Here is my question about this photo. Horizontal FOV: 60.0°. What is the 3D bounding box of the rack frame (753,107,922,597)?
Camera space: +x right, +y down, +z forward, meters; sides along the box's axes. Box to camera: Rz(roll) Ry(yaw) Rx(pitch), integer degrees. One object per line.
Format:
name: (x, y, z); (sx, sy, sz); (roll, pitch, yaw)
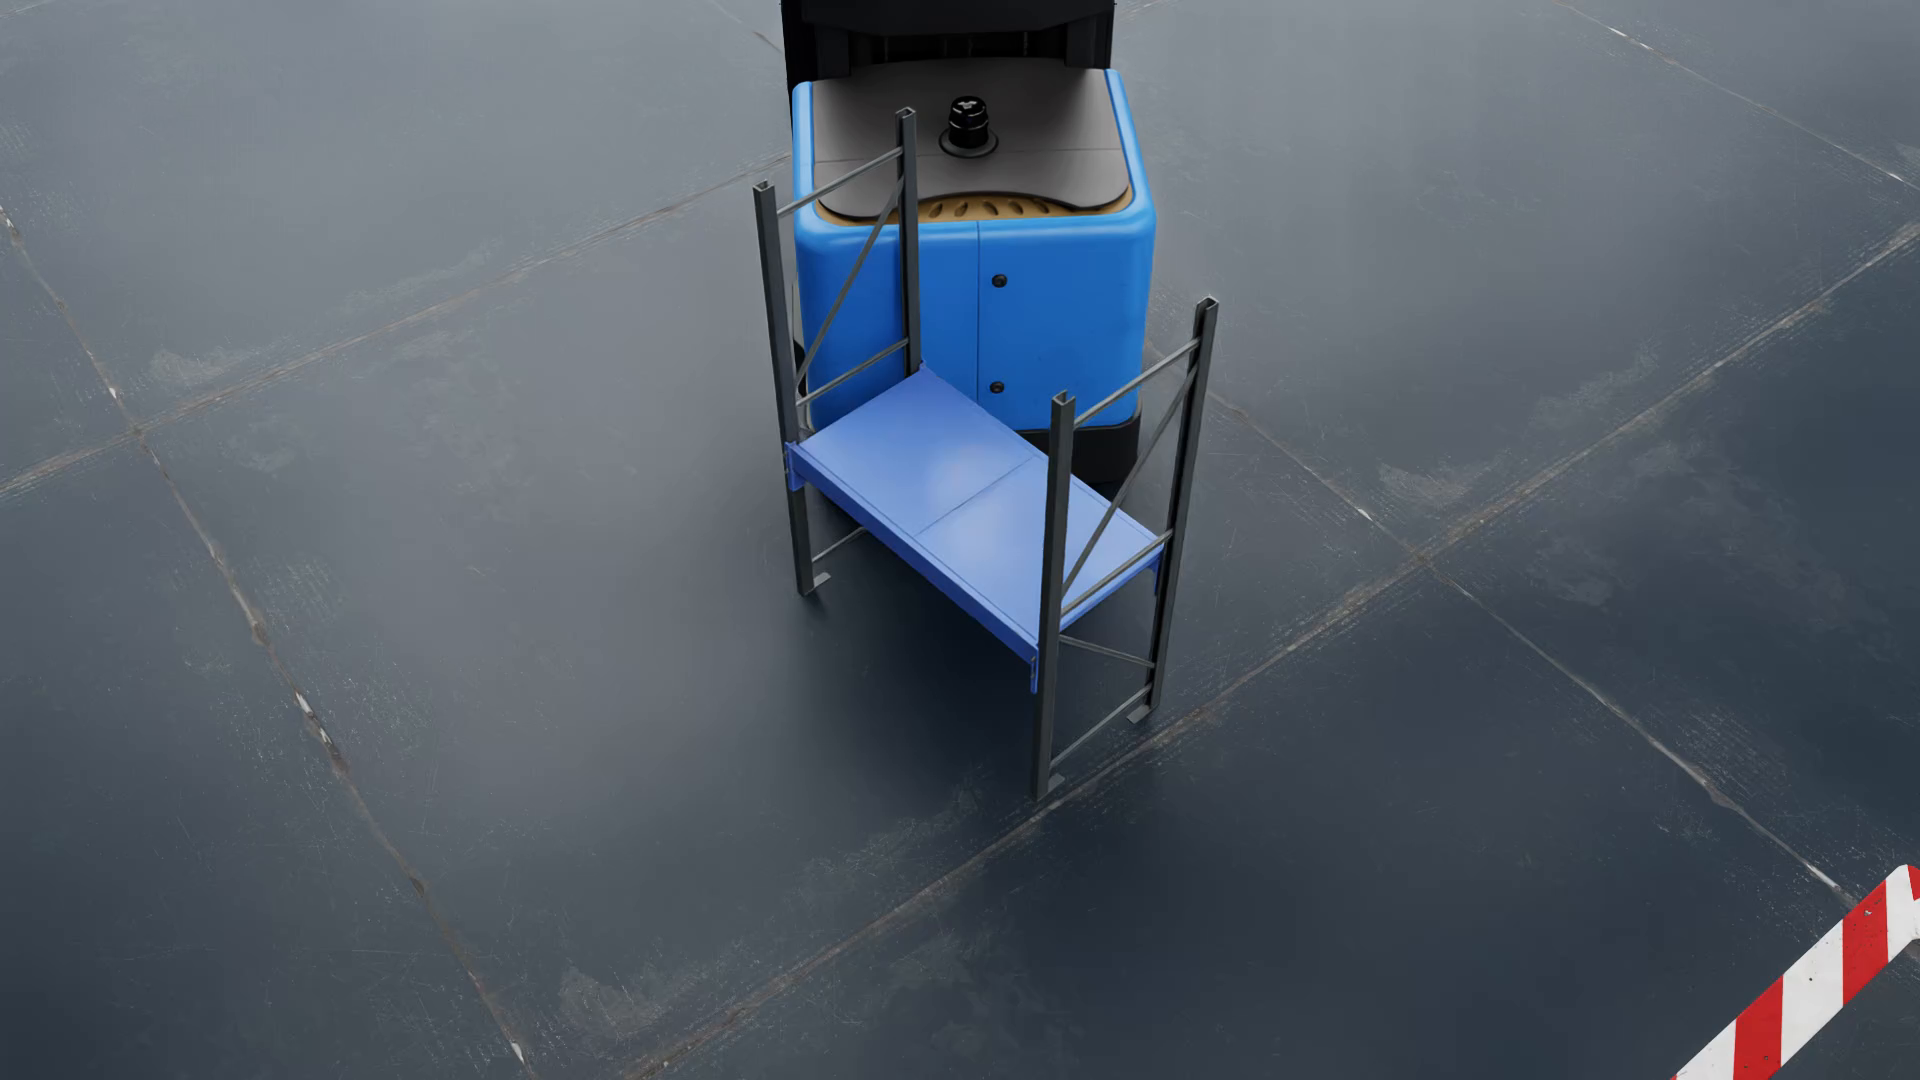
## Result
rack frame: (-0.305, -0.463, 4.658); (0.500, 1.500, 0.032); (-34, 56, -27)

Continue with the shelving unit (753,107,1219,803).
shelving unit: (0.040, -0.187, 4.407); (0.538, 1.500, 1.048); (-34, 56, -27)

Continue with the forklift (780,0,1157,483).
forklift: (-0.059, -2.217, 5.281); (1.130, 2.935, 3.031); (-3, 48, -3)

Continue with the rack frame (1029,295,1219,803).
rack frame: (0.386, 0.089, 4.157); (0.500, 1.500, 0.032); (-34, 56, -27)

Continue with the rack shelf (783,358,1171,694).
rack shelf: (0.040, -0.066, 4.541); (0.538, 0.185, 1.000); (-34, 56, -27)
